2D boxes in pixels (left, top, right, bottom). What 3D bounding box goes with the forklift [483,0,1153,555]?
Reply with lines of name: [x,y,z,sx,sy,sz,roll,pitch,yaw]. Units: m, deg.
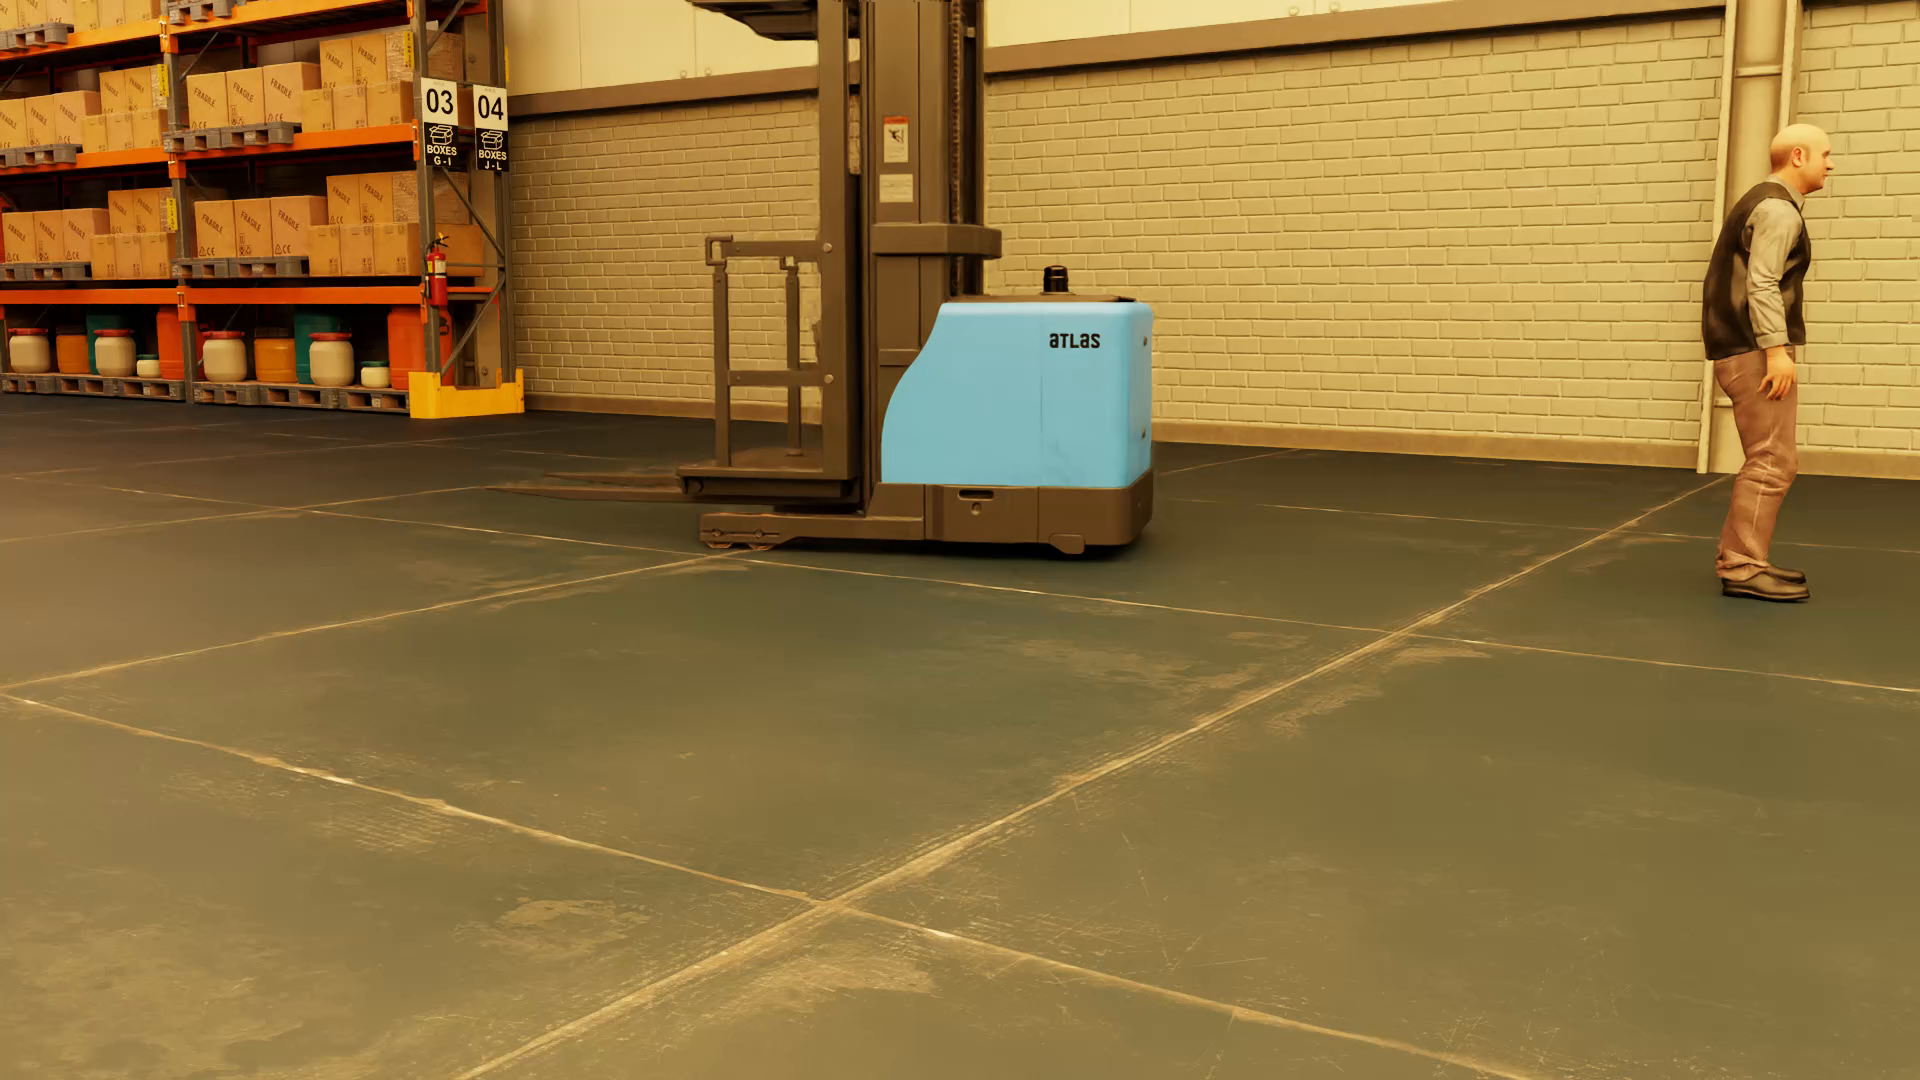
forklift: [-0.667,-1.472,7.545,3.031,2.935,1.130,2,8,12]

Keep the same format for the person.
person: [2.979,-0.666,6.184,0.426,1.719,0.580,3,9,22]
